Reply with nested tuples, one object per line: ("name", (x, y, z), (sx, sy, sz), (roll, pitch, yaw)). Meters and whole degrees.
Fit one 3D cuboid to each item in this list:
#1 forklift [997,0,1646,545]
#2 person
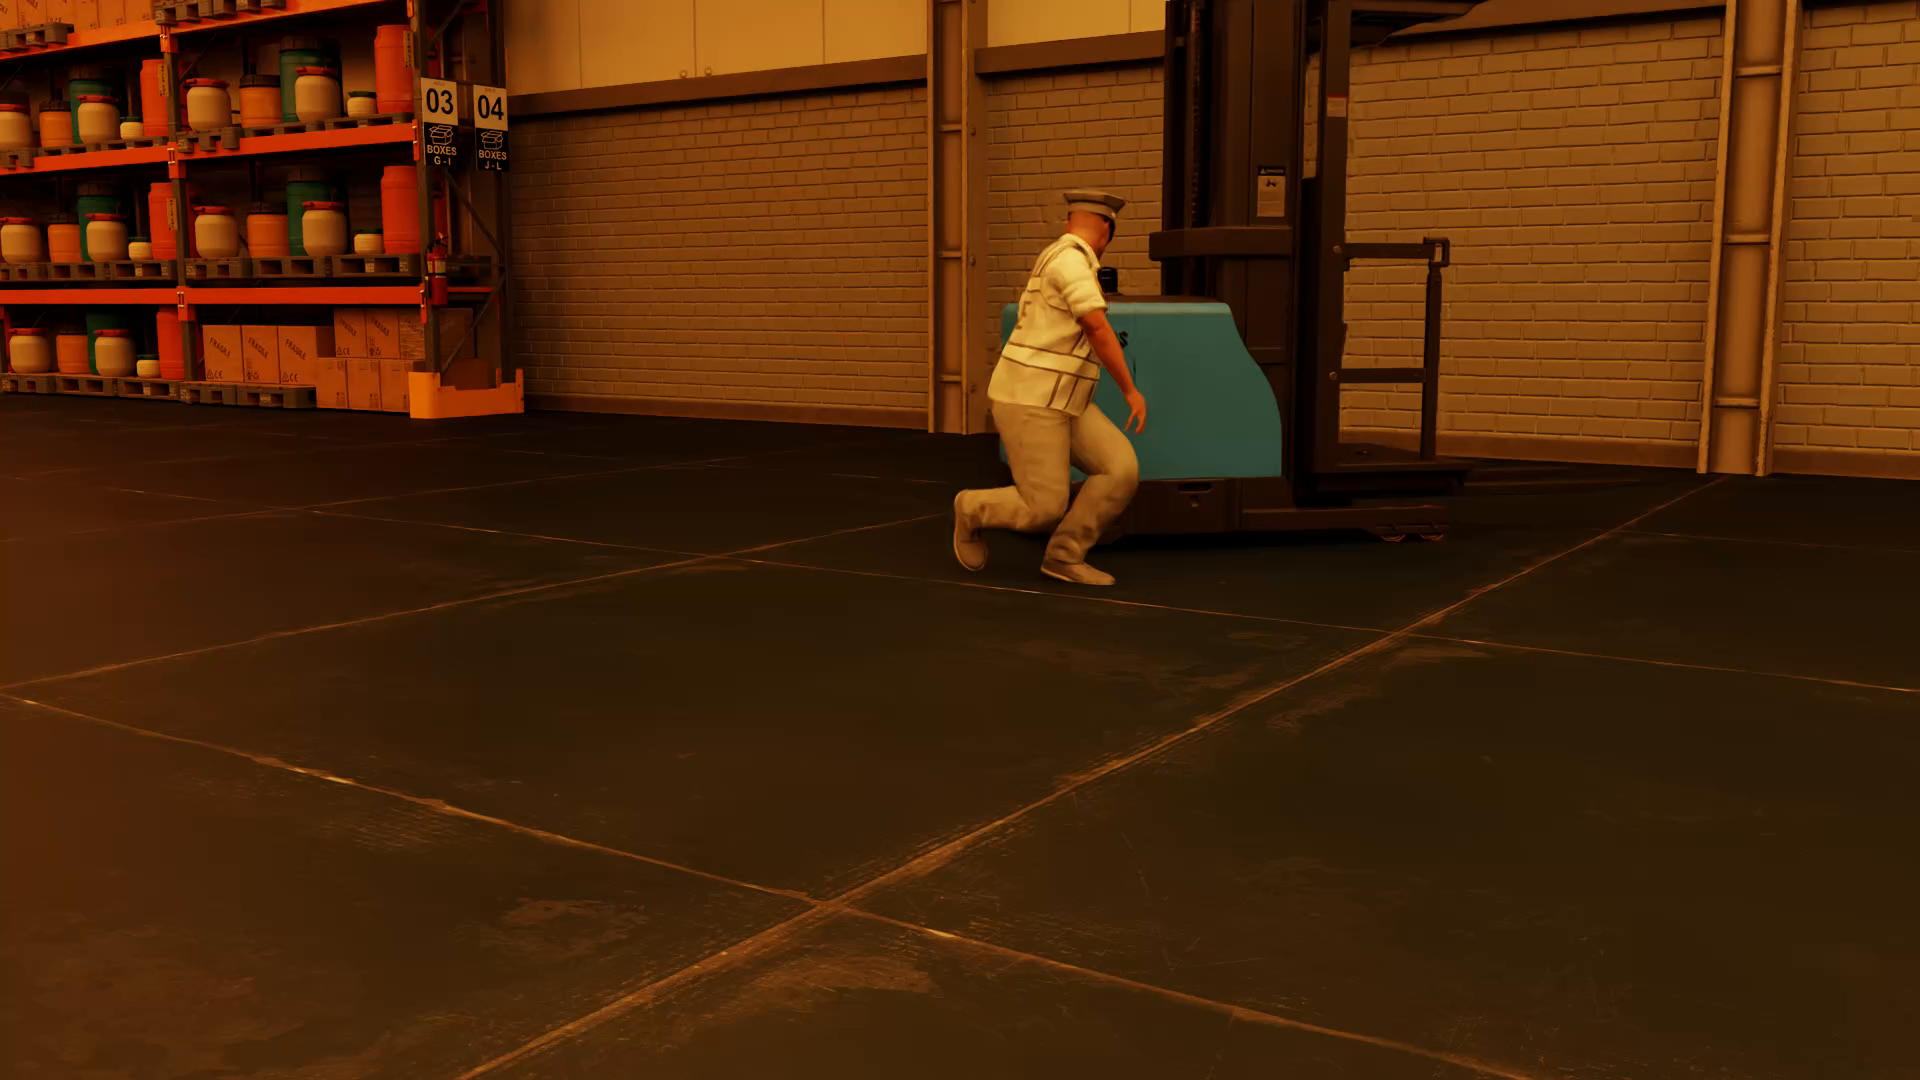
("forklift", (1.755, -1.511, 7.816), (3.031, 2.935, 1.130), (-2, 8, -13))
("person", (0.370, -0.585, 6.475), (0.830, 1.531, 0.654), (3, 9, 23))
